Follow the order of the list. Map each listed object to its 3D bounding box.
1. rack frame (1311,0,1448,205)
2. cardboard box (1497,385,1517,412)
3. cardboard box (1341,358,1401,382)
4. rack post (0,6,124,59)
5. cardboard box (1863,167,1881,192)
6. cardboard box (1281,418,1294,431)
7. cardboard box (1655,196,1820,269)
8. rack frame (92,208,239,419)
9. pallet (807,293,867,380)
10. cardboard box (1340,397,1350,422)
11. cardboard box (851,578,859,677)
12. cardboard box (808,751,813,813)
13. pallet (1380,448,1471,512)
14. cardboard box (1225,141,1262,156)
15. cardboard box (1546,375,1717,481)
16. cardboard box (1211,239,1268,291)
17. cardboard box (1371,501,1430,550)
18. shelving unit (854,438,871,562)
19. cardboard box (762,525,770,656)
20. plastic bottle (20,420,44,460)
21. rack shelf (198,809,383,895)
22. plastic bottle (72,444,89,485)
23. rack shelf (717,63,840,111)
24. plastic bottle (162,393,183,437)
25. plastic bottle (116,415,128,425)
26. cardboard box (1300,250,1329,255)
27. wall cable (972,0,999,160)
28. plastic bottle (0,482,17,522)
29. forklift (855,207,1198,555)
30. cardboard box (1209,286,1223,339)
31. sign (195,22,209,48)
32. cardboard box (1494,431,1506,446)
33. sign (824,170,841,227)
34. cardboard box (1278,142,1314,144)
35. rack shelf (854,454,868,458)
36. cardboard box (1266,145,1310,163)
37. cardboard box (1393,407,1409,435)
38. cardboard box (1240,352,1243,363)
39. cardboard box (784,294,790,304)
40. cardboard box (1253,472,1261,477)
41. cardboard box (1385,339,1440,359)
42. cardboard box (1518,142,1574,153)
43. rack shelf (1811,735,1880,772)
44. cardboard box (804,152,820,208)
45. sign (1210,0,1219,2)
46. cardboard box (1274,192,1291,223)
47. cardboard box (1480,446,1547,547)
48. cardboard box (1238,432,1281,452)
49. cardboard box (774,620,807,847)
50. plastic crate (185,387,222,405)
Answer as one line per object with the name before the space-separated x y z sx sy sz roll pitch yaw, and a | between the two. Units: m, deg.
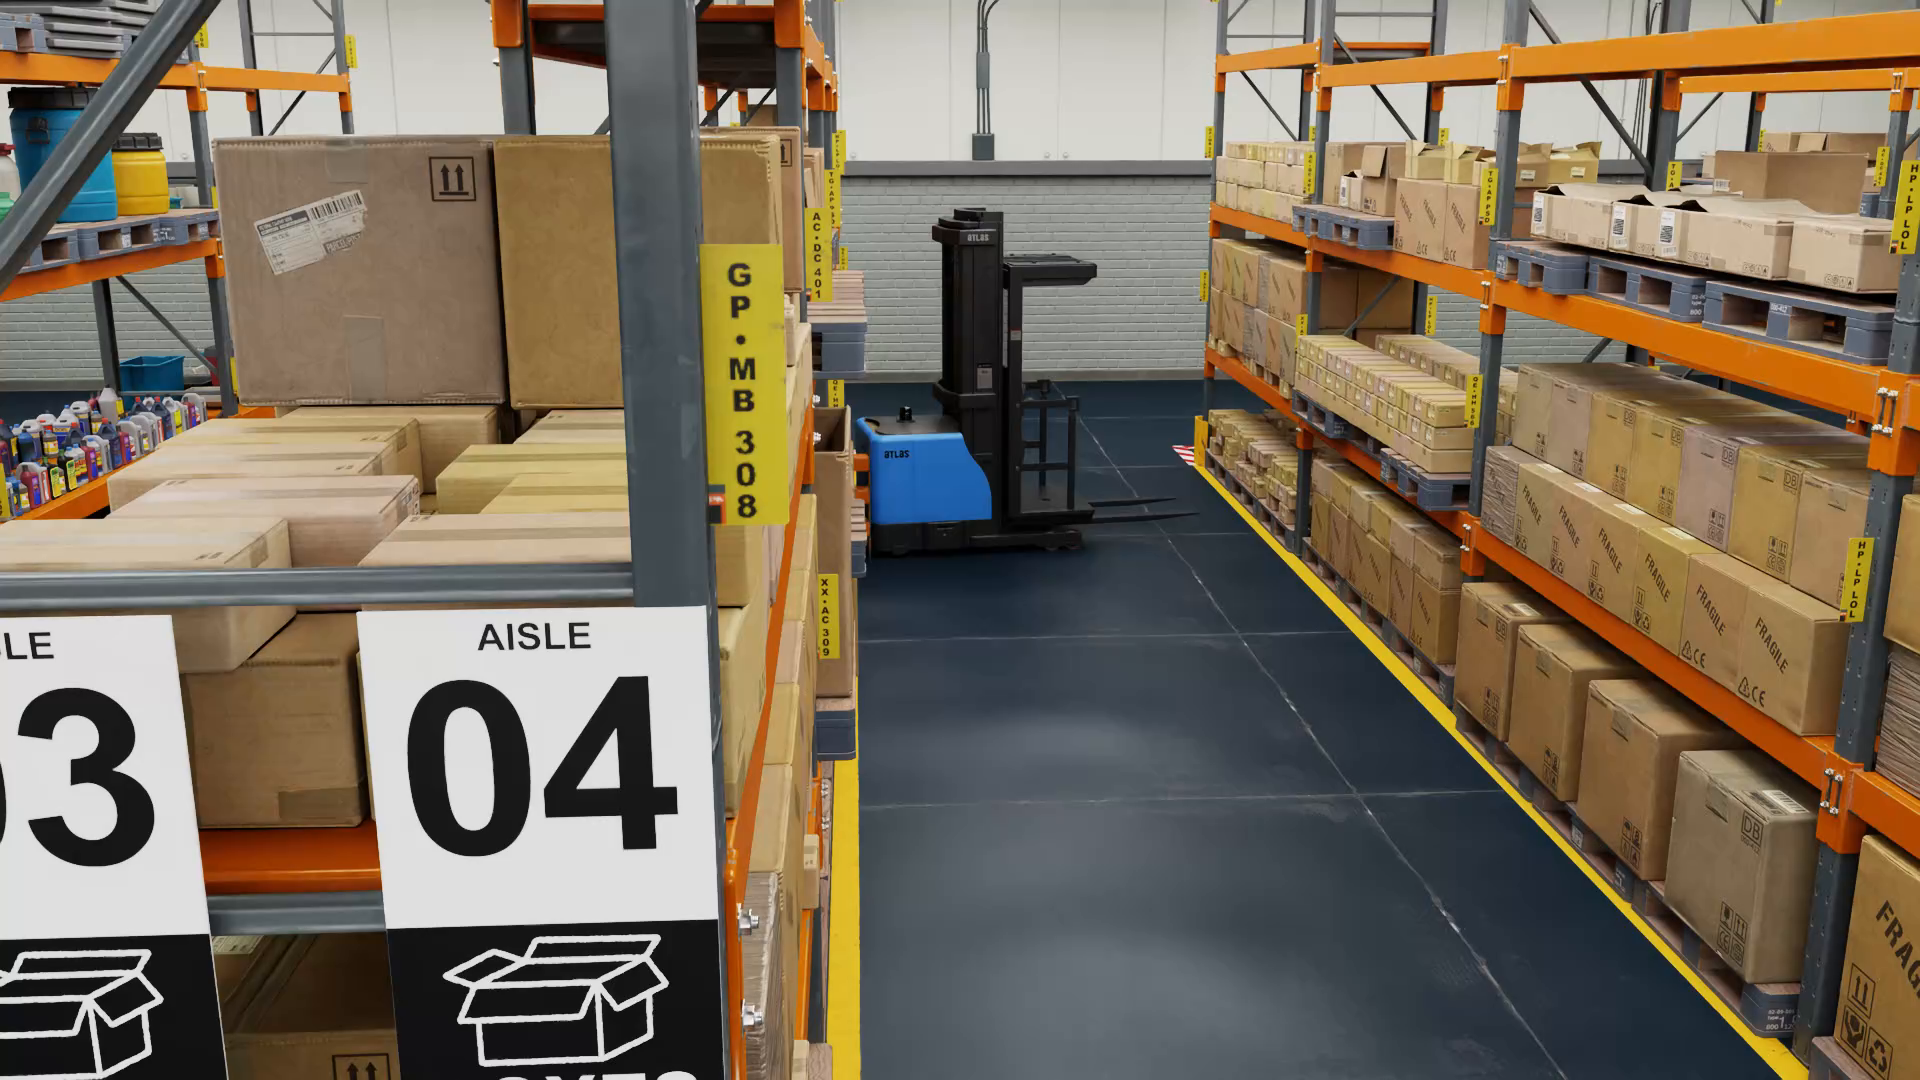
rack frame | 3.421 -4.233 13.417 1.000 3.000 0.127 -1 14 -3
cardboard box | 3.803 -0.948 11.159 0.380 0.149 0.250 -1 14 -4
cardboard box | 3.067 -1.270 12.412 0.380 0.149 0.250 0 14 -1
rack post | -6.227 -3.361 11.034 0.937 0.300 0.954 1 14 3
cardboard box | 8.276 -2.850 14.816 0.956 1.026 0.306 0 14 -2
cardboard box | 3.560 -1.179 17.275 0.380 0.149 0.250 -1 14 -5
cardboard box | 3.588 -1.431 7.686 0.500 0.311 0.500 -1 14 -5
rack frame | -6.479 -1.199 13.668 1.000 3.000 0.127 -1 14 -3
pallet | -0.972 -0.803 6.485 1.213 0.211 1.003 -1 14 -3
cardboard box | 3.073 -0.979 12.474 0.380 0.149 0.250 -1 14 -4
cardboard box | -1.310 0.373 10.979 1.225 0.875 0.875 -2 15 -6
cardboard box | -0.733 0.884 6.073 0.380 0.149 0.250 -1 14 -3
pallet | 3.518 -0.415 11.005 1.213 0.211 1.003 -1 14 -3
cardboard box | 2.966 -4.053 17.238 0.380 0.149 0.250 -1 14 -4
cardboard box | 3.719 -0.628 9.238 0.700 0.500 0.500 -1 14 -4
cardboard box | 2.936 -2.883 17.407 0.500 0.500 0.500 -1 14 -4
cardboard box | 3.307 -0.107 12.089 0.500 0.250 0.500 -1 14 -2
shelving unit | -0.900 -0.341 14.243 0.252 1.050 0.215 -1 14 -6
cardboard box | -0.602 0.077 2.990 0.500 0.250 0.500 -1 14 -5
plastic bottle | -6.759 -0.730 12.094 0.152 0.276 0.135 -1 14 -3
rack shelf | -0.916 0.012 3.991 0.919 0.124 3.809 -1 14 -3
plastic bottle | -5.973 -0.514 11.262 0.097 0.271 0.097 0 14 0
rack shelf | -1.660 -4.136 15.290 1.077 0.370 4.000 -1 14 -3
plastic bottle | -6.096 -0.952 12.805 0.144 0.351 0.185 -1 14 -3
plastic bottle | -6.193 -0.788 12.326 0.097 0.271 0.097 0 14 0
cardboard box | 3.558 -2.502 15.927 0.500 0.500 0.500 -1 14 -5
wall cable | 1.306 -8.193 22.355 2.277 5.999 0.120 -1 14 -3
plastic bottle | -5.936 -0.257 10.255 0.152 0.276 0.135 -1 14 -3
forklift | 0.614 -1.452 14.786 3.031 2.935 1.130 -3 15 -11
cardboard box | 2.925 -2.399 17.531 0.500 0.500 0.500 0 14 -1
sign | -5.930 -4.011 12.978 0.100 0.325 0.005 -1 14 -3
cardboard box | 3.809 -0.662 11.242 0.380 0.149 0.250 0 14 -1
sign | -0.746 -1.992 9.691 0.100 0.325 0.005 -1 14 -3
cardboard box | 3.421 -3.932 16.768 0.380 0.149 0.250 -1 14 -5
rack shelf | -0.899 -0.672 14.162 0.229 0.087 0.184 -1 14 -6
cardboard box | 3.023 -3.537 15.232 0.380 0.149 0.250 -1 14 -4
cardboard box | 3.147 -0.806 11.203 0.380 0.149 0.250 -1 14 -2
cardboard box | 3.032 -1.854 16.717 0.380 0.149 0.250 -1 14 -4
cardboard box | -0.704 -0.654 5.030 0.380 0.149 0.250 -2 15 -6
cardboard box | 3.043 -0.566 16.083 0.380 0.149 0.250 -1 14 -2
cardboard box | 3.658 -1.533 13.434 0.380 0.149 0.250 -1 14 -5
cardboard box | 3.832 -2.500 10.967 0.396 0.266 0.258 -1 14 -3
rack shelf | 3.793 0.419 8.431 0.919 0.124 3.809 -1 14 -3
cardboard box | -0.951 -1.659 8.230 0.500 0.500 0.500 -1 14 -2
sign | 2.632 -5.710 17.125 0.100 0.325 0.005 -1 14 -3
cardboard box | 3.102 -2.950 14.751 0.500 0.250 0.500 -1 14 -4
cardboard box | 3.427 -0.265 9.836 0.500 0.500 0.500 -1 14 -3
cardboard box | 2.968 -0.970 16.462 0.380 0.149 0.250 -1 14 -3
cardboard box | -0.648 0.518 4.190 0.500 0.500 0.500 -1 14 -3
plastic crate | -6.365 -1.219 14.152 0.396 0.136 0.243 -1 14 -3
